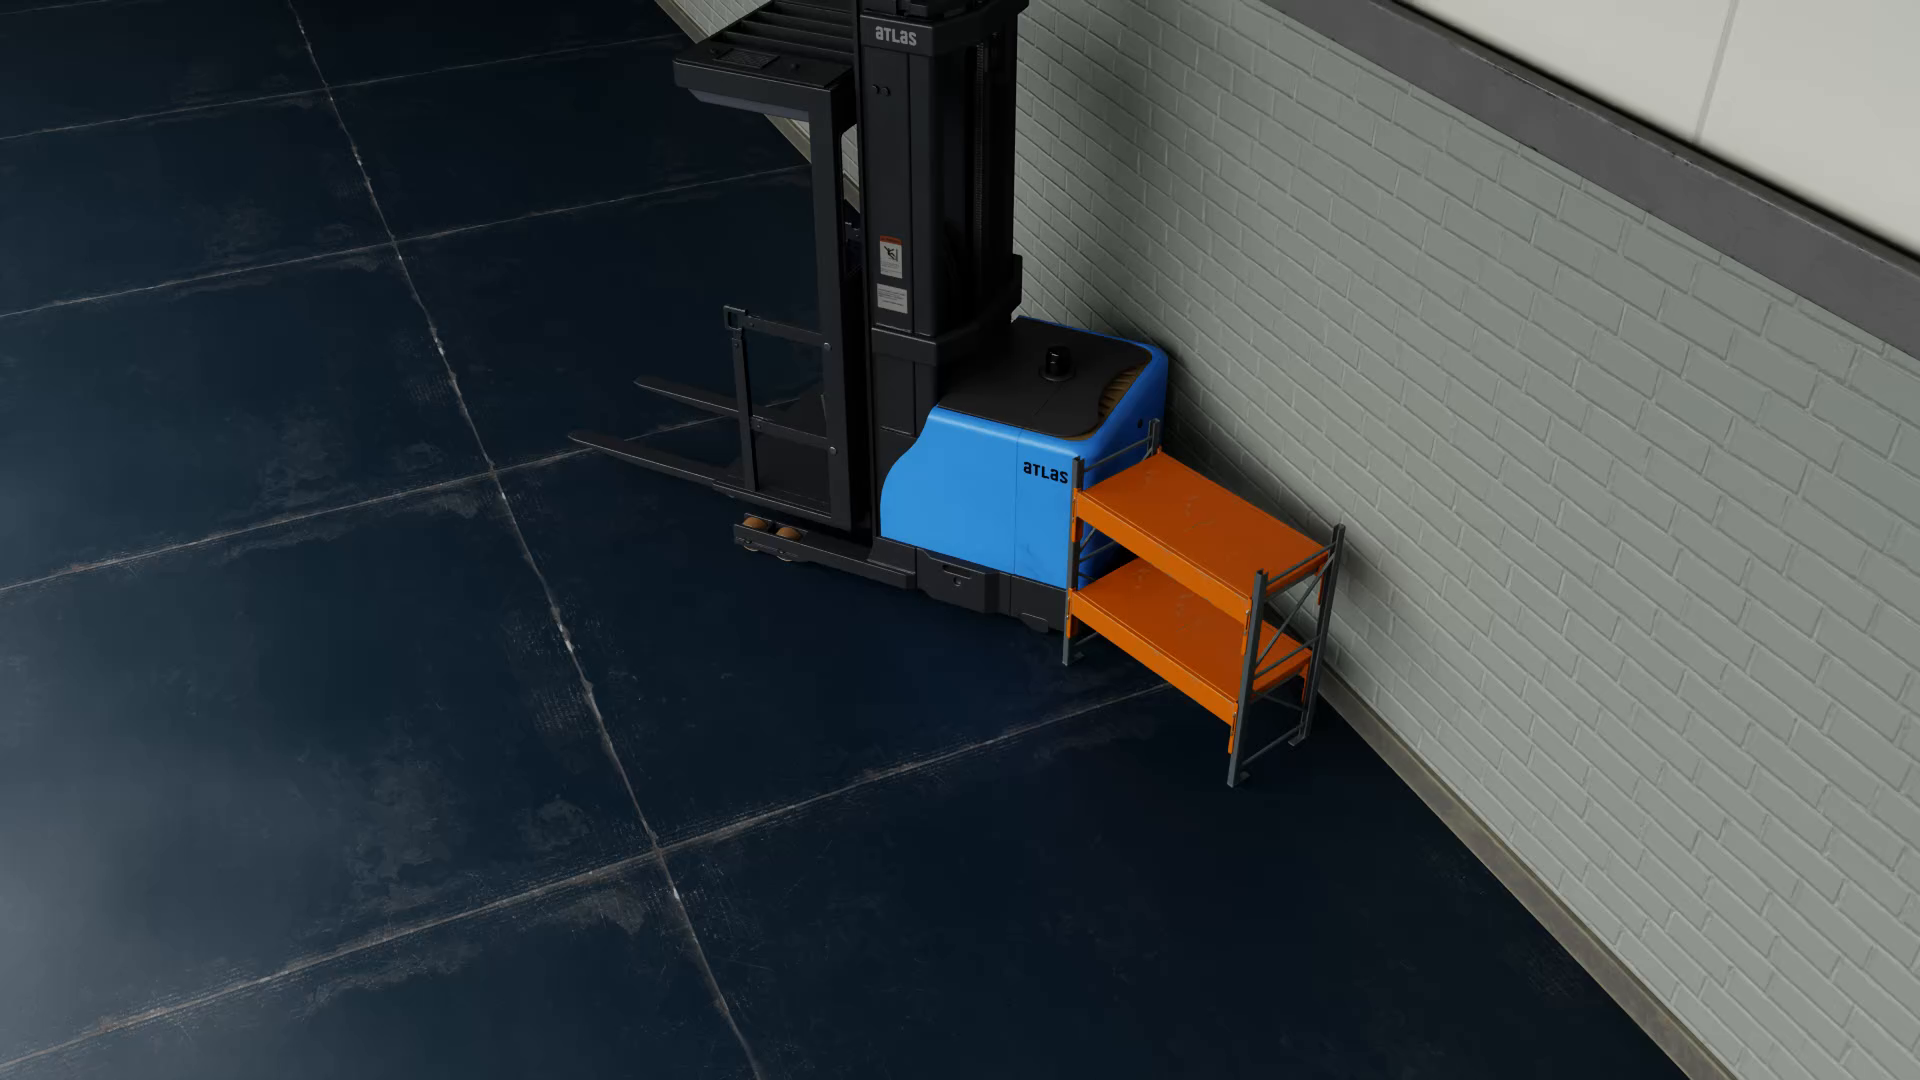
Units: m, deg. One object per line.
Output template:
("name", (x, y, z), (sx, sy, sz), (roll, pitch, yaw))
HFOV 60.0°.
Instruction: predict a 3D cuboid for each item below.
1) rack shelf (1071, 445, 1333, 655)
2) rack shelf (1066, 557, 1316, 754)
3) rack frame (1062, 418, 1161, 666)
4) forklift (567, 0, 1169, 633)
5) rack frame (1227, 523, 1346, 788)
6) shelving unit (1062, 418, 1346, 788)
("rack shelf", (0.999, 0.020, 6.930), (0.538, 0.278, 1.000), (-27, 44, -31))
("rack shelf", (0.999, 0.452, 7.250), (0.538, 0.278, 1.000), (-27, 44, -31))
("rack frame", (0.671, 0.024, 7.417), (0.500, 1.125, 0.032), (-27, 44, -31))
("forklift", (-0.563, -1.338, 7.736), (3.031, 2.935, 1.130), (16, 39, 20))
("rack frame", (1.326, 0.487, 6.792), (0.500, 1.125, 0.032), (-27, 44, -31))
("shelving unit", (0.999, 0.255, 7.105), (0.538, 1.125, 1.048), (-27, 44, -31))
